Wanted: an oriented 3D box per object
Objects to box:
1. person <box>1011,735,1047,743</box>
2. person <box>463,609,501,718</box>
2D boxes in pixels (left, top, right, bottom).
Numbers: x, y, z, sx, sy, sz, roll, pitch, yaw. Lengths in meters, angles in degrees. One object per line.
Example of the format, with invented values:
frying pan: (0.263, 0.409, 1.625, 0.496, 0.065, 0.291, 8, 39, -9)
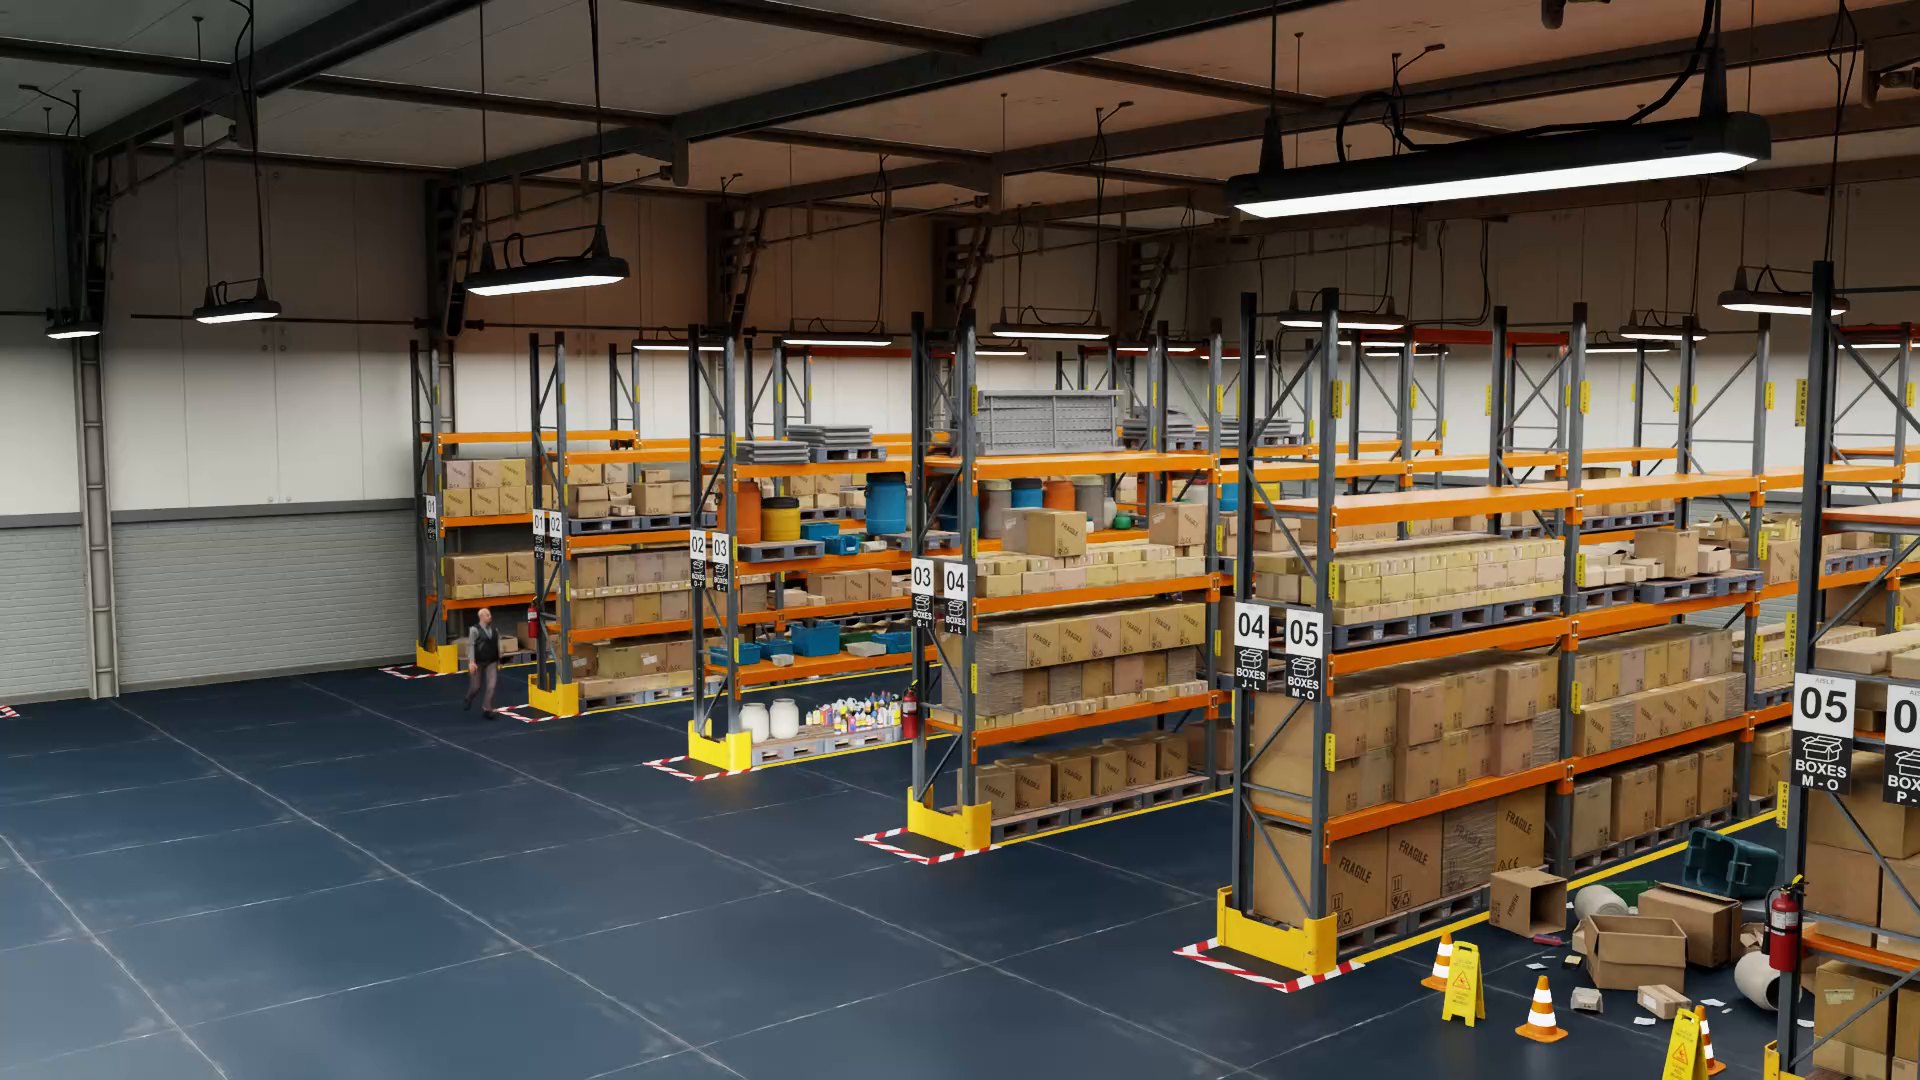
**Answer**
person: (1.033, 2.015, 23.989, 0.536, 1.806, 0.569, 1, 5, 13)
person: (-7.442, 1.913, 25.998, 0.558, 1.697, 0.740, -3, 6, -32)
